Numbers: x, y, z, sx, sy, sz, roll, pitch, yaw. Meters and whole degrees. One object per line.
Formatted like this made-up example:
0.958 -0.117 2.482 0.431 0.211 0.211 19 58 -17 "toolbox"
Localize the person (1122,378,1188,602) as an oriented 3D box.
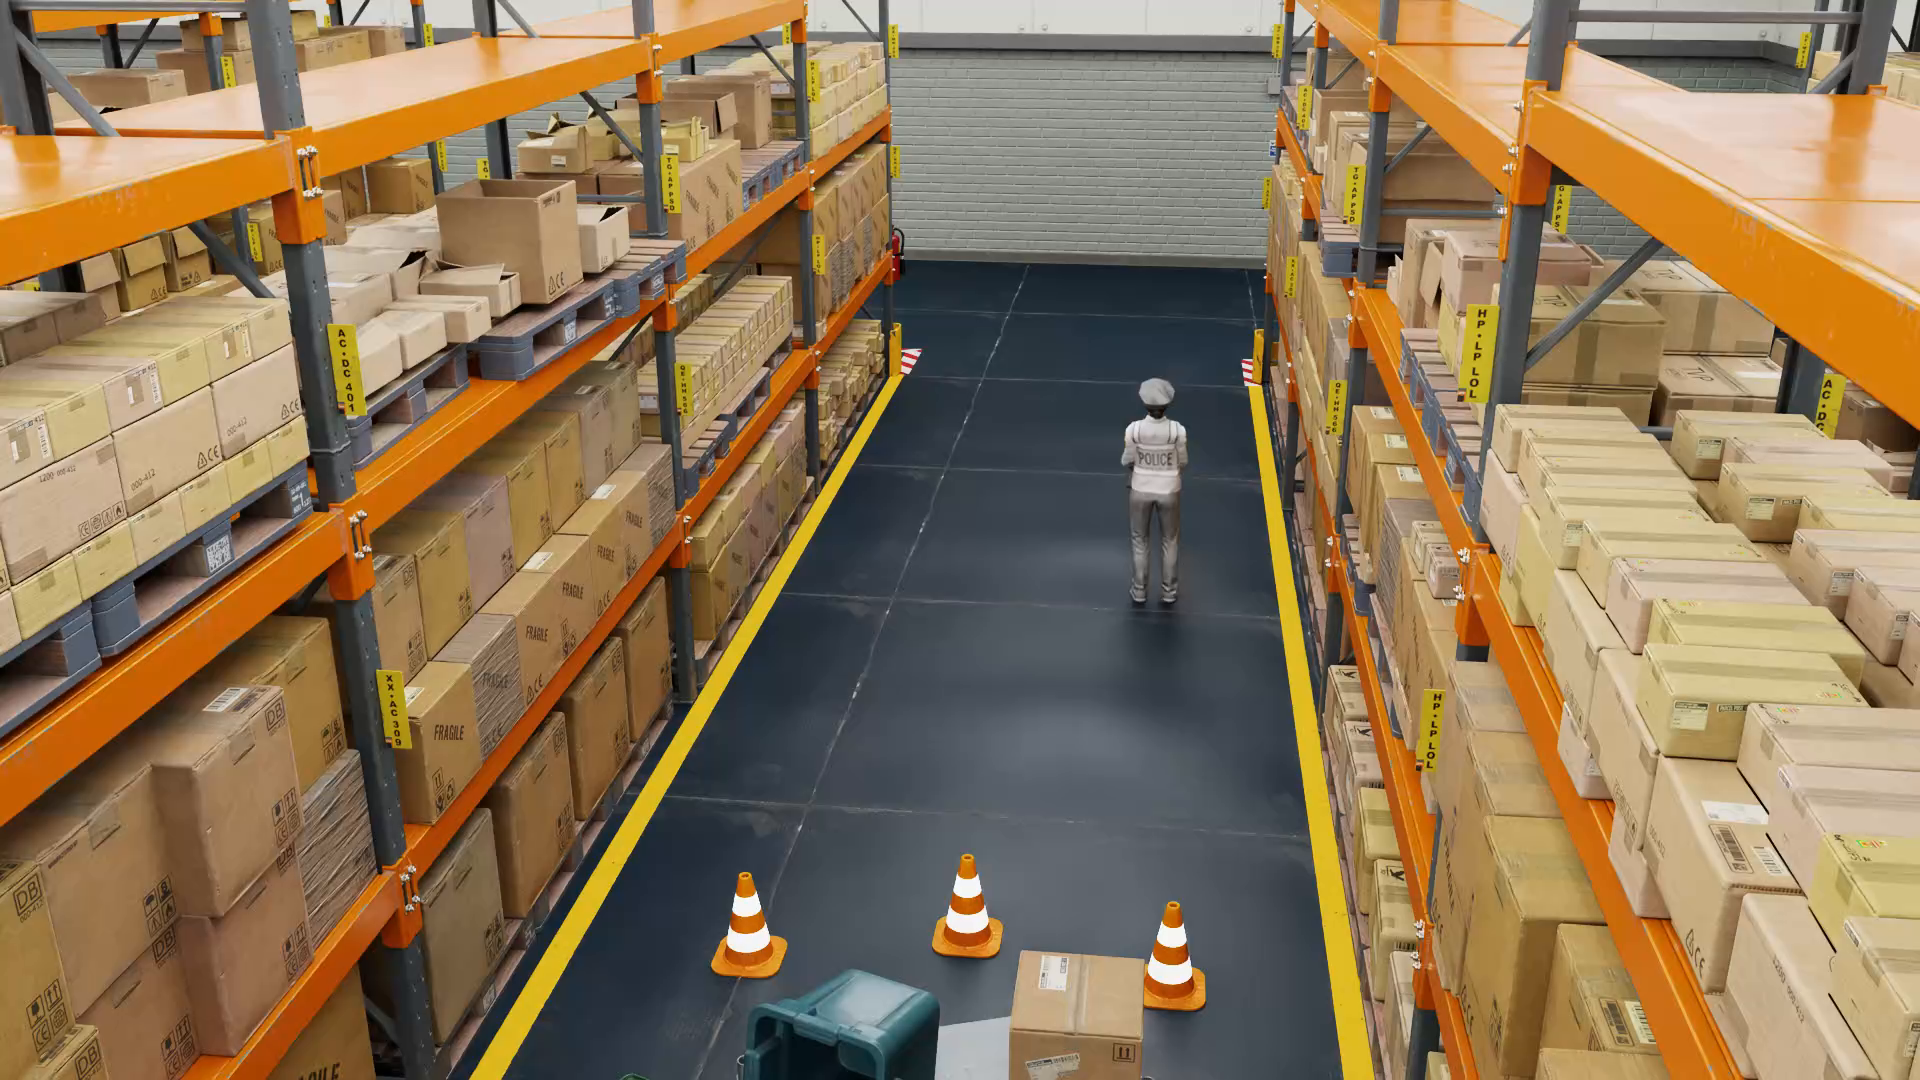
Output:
1.392 -0.364 11.966 0.469 1.698 0.548 2 21 6 "person"
